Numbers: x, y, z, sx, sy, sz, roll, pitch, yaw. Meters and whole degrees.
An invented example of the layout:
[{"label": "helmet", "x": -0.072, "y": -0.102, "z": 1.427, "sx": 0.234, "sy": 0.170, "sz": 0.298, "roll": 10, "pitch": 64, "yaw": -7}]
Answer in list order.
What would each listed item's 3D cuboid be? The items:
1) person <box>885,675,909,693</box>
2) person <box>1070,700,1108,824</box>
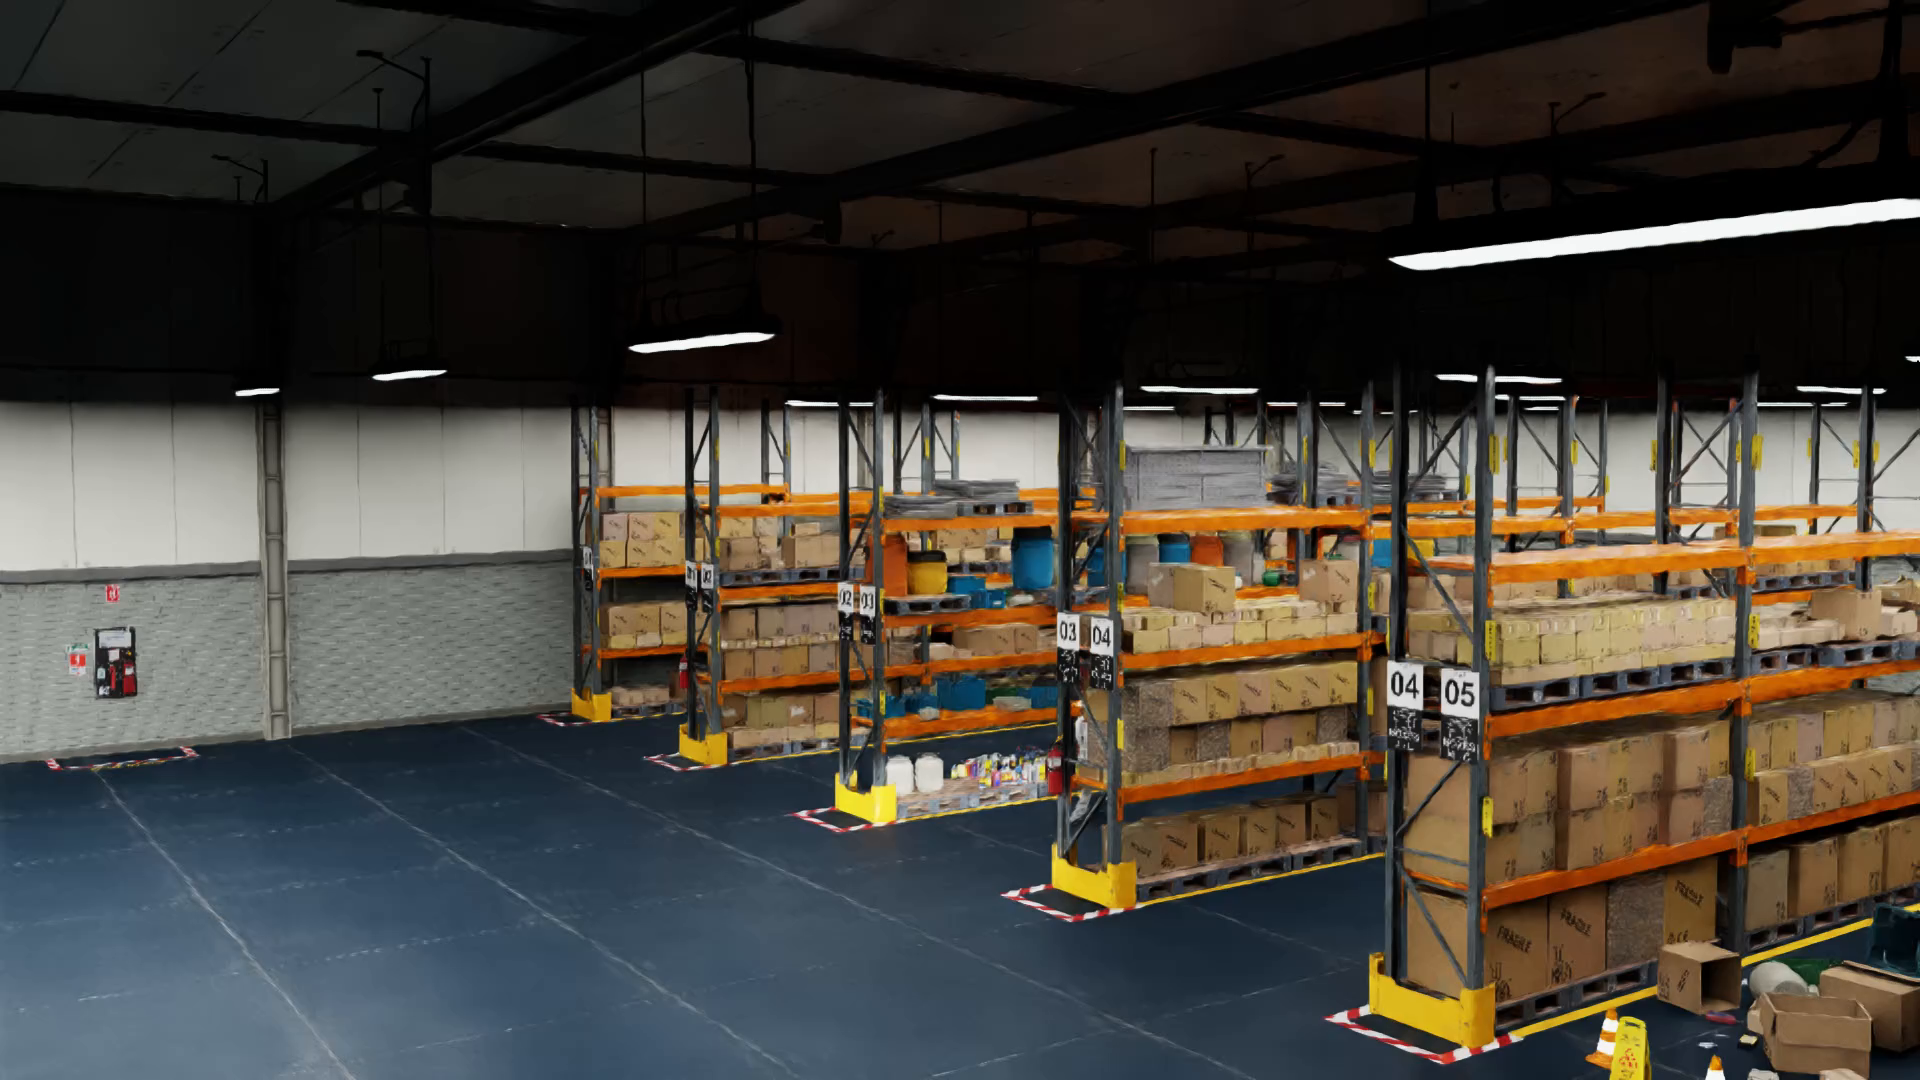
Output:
[{"label": "person", "x": -1.219, "y": 2.492, "z": 30.888, "sx": 1.083, "sy": 1.586, "sz": 0.451, "roll": -2, "pitch": 4, "yaw": -31}, {"label": "person", "x": 1.746, "y": 2.944, "z": 22.506, "sx": 1.122, "sy": 1.706, "sz": 0.566, "roll": -2, "pitch": 4, "yaw": -32}]
